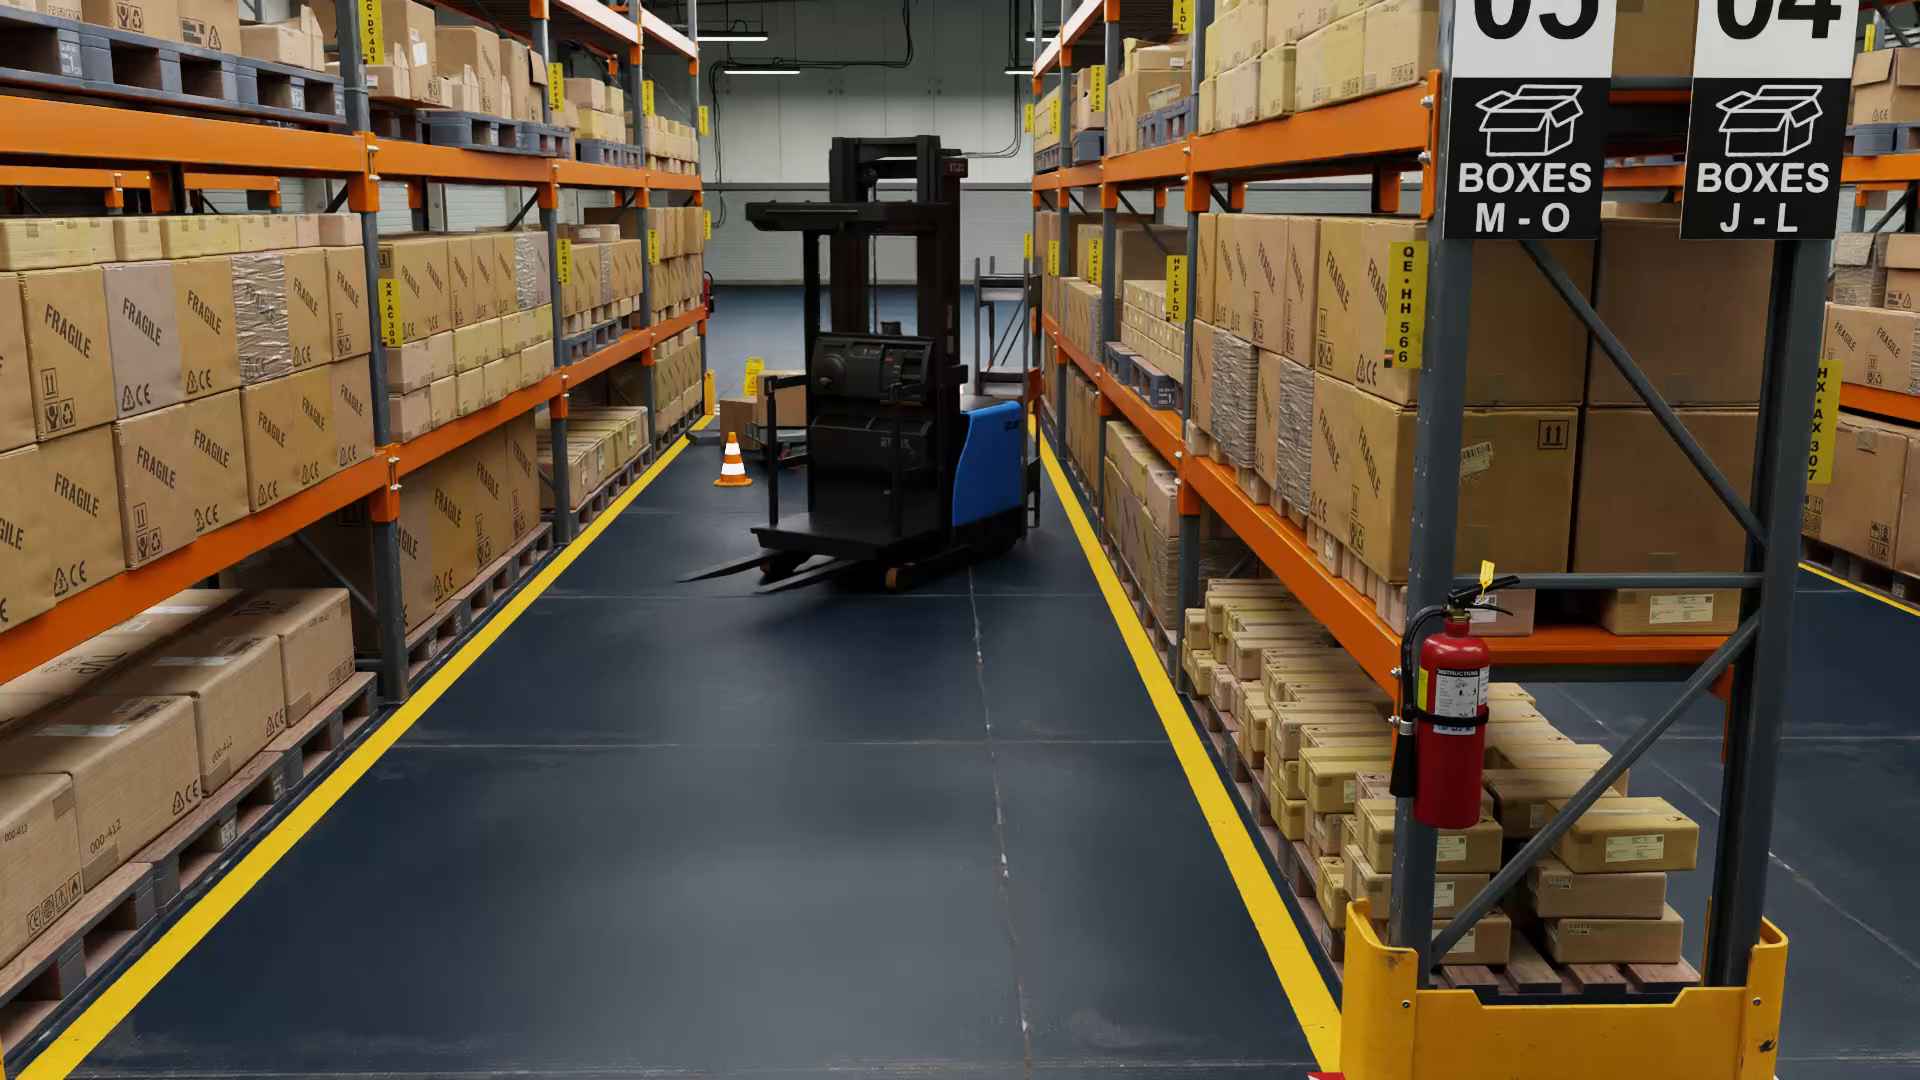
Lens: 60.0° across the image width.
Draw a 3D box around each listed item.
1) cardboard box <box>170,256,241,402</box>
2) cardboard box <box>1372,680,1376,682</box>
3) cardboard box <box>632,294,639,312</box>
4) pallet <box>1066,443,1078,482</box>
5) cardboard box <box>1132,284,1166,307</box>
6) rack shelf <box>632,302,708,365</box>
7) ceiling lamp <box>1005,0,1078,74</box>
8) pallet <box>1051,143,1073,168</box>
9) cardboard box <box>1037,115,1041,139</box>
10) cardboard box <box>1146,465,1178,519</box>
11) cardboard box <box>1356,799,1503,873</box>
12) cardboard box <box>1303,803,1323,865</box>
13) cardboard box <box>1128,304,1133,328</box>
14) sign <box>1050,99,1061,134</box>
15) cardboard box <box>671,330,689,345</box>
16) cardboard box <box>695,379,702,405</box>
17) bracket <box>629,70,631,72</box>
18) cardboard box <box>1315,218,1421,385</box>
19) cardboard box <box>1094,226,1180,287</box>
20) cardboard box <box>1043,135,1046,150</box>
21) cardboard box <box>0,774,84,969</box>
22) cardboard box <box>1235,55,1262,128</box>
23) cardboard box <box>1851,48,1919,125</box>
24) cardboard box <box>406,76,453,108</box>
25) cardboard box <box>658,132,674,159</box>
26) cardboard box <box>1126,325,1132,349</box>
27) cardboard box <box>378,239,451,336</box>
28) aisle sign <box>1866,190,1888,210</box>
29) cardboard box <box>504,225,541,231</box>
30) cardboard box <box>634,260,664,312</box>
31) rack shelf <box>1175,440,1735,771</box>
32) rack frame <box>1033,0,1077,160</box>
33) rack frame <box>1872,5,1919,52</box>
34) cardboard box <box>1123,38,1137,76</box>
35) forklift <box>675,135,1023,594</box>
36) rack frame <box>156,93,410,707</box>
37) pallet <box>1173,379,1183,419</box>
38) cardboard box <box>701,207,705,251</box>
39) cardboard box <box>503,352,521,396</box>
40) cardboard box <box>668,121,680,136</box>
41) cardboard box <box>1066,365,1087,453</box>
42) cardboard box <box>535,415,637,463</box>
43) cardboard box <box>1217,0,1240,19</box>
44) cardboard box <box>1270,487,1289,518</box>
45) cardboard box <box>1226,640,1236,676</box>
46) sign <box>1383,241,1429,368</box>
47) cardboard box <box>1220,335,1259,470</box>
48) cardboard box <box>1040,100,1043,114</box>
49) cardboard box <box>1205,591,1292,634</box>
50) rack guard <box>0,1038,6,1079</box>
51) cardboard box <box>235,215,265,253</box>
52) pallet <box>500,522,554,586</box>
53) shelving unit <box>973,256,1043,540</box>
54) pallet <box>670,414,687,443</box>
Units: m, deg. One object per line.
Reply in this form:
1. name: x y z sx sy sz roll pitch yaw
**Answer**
1. cardboard box: -3.011 -0.783 6.106 0.500 0.500 0.500 0 11 -1
2. cardboard box: 1.909 0.690 6.982 0.380 0.149 0.250 -1 11 -4
3. cardboard box: -3.200 -2.210 15.483 0.380 0.149 0.250 0 11 0
4. pallet: 1.552 -0.749 15.720 1.003 0.211 1.213 0 11 -1
5. cardboard box: 1.368 -1.653 11.242 0.380 0.149 0.250 0 11 -1
6. rack shelf: -3.528 -2.273 18.029 1.077 0.370 4.000 0 11 -1
7. ceiling lamp: 2.179 -13.906 43.790 2.000 3.185 0.800 0 11 -1
8. pallet: 1.454 -3.858 16.710 1.003 0.211 1.213 0 11 -1
9. cardboard box: 1.143 -4.663 18.777 0.500 0.250 0.500 0 11 -2
10. cardboard box: 1.360 -0.276 9.719 0.500 0.250 0.500 0 11 2
11. cardboard box: 1.444 0.912 5.136 0.380 0.149 0.250 0 11 0
12. cardboard box: 1.445 1.052 5.945 0.380 0.149 0.250 0 11 -1
13. cardboard box: 1.360 -1.551 11.488 0.380 0.149 0.250 0 11 2
14. sign: 0.906 -4.028 15.827 0.100 0.325 0.005 0 11 -1
15. cardboard box: -3.211 -2.234 18.367 0.380 0.149 0.250 0 11 1
16. cardboard box: -3.283 -1.717 19.339 0.500 0.250 0.500 0 11 -1
17. bracket: -9.729 -13.965 49.710 0.076 0.066 3.189 0 11 -1
18. cardboard box: 1.440 -0.759 5.240 0.500 0.500 0.500 -1 11 -3
19. cardboard box: 1.508 -2.406 14.108 0.700 0.500 0.500 0 11 -2
20. cardboard box: 1.097 -4.295 17.963 0.380 0.149 0.250 0 11 -1
21. cardboard box: -3.352 1.076 5.098 0.875 0.438 0.875 -1 11 -3
22. cardboard box: 1.382 -1.779 6.615 0.500 0.250 0.500 0 11 1
23. cardboard box: 6.589 -3.079 11.333 0.797 0.503 0.637 0 11 2
24. cardboard box: -2.997 -2.452 9.090 0.380 0.166 0.250 -1 12 -5
25. cardboard box: -3.239 -4.061 17.118 0.500 0.250 0.500 0 11 -1
26. cardboard box: 1.356 -1.413 11.556 0.380 0.149 0.250 0 11 2
27. cardboard box: -3.081 -1.367 8.985 0.500 0.500 0.500 0 11 -1
28. aisle sign: 10.996 -4.372 20.024 0.394 0.787 0.004 0 11 -1
29. cardboard box: -3.705 -2.636 14.322 0.380 0.149 0.250 0 11 2
30. cardboard box: -3.217 -2.512 16.395 0.500 0.500 0.500 0 11 -1
31. rack shelf: 1.667 0.072 6.471 1.077 0.370 4.000 0 11 -1
32. rack frame: 1.378 -6.004 19.520 1.000 3.000 0.127 0 11 -1
33. rack frame: 11.291 -6.025 19.622 1.000 3.000 0.127 0 11 -1
34. cardboard box: 1.287 -3.184 10.987 0.396 0.266 0.258 0 11 -1
35. forklift: -0.708 -1.197 11.087 1.130 2.935 3.031 7 13 29
36. rack frame: -3.321 -0.638 8.159 1.000 3.000 0.127 0 11 -1
37. pallet: 1.756 -0.737 9.130 1.003 0.211 1.213 0 11 -1
38. cardboard box: -3.340 -3.608 19.282 0.700 0.500 0.500 -1 11 -3
39. cardboard box: -3.113 -1.058 10.609 0.500 0.250 0.500 0 11 -2
40. cardboard box: -3.202 -4.390 17.738 0.380 0.149 0.250 0 11 0
41. cardboard box: 1.563 -1.249 15.773 1.050 0.750 0.750 0 11 -1
42. cardboard box: -3.455 -0.899 14.999 0.950 0.372 0.625 0 11 2
43. cardboard box: 1.362 -2.402 7.429 0.380 0.149 0.250 -1 11 -4
44. cardboard box: 1.432 -0.183 6.548 0.380 0.149 0.250 0 11 1
45. cardboard box: 1.449 0.539 7.725 0.380 0.149 0.250 0 11 -1
46. sign: 1.153 -0.607 4.301 0.100 0.325 0.005 0 11 -1
47. cardboard box: 1.376 -0.575 6.850 0.500 0.500 0.500 0 11 -2
48. cardboard box: 1.087 -4.787 18.383 0.380 0.149 0.250 0 11 -2
49. cardboard box: 1.372 0.346 7.928 0.380 0.149 0.250 0 11 2
50. rack guard: -3.238 1.387 4.465 1.175 0.500 0.348 0 11 -1
51. cardboard box: -3.040 -1.233 6.693 0.380 0.149 0.250 0 11 -2
52. pallet: -3.463 0.091 11.582 1.003 0.211 1.213 0 11 -1
53. shelving unit: 0.366 -1.087 12.636 0.431 2.100 0.503 3 12 14
54. pallet: -3.564 -1.238 18.131 1.003 0.211 1.213 0 11 -1
